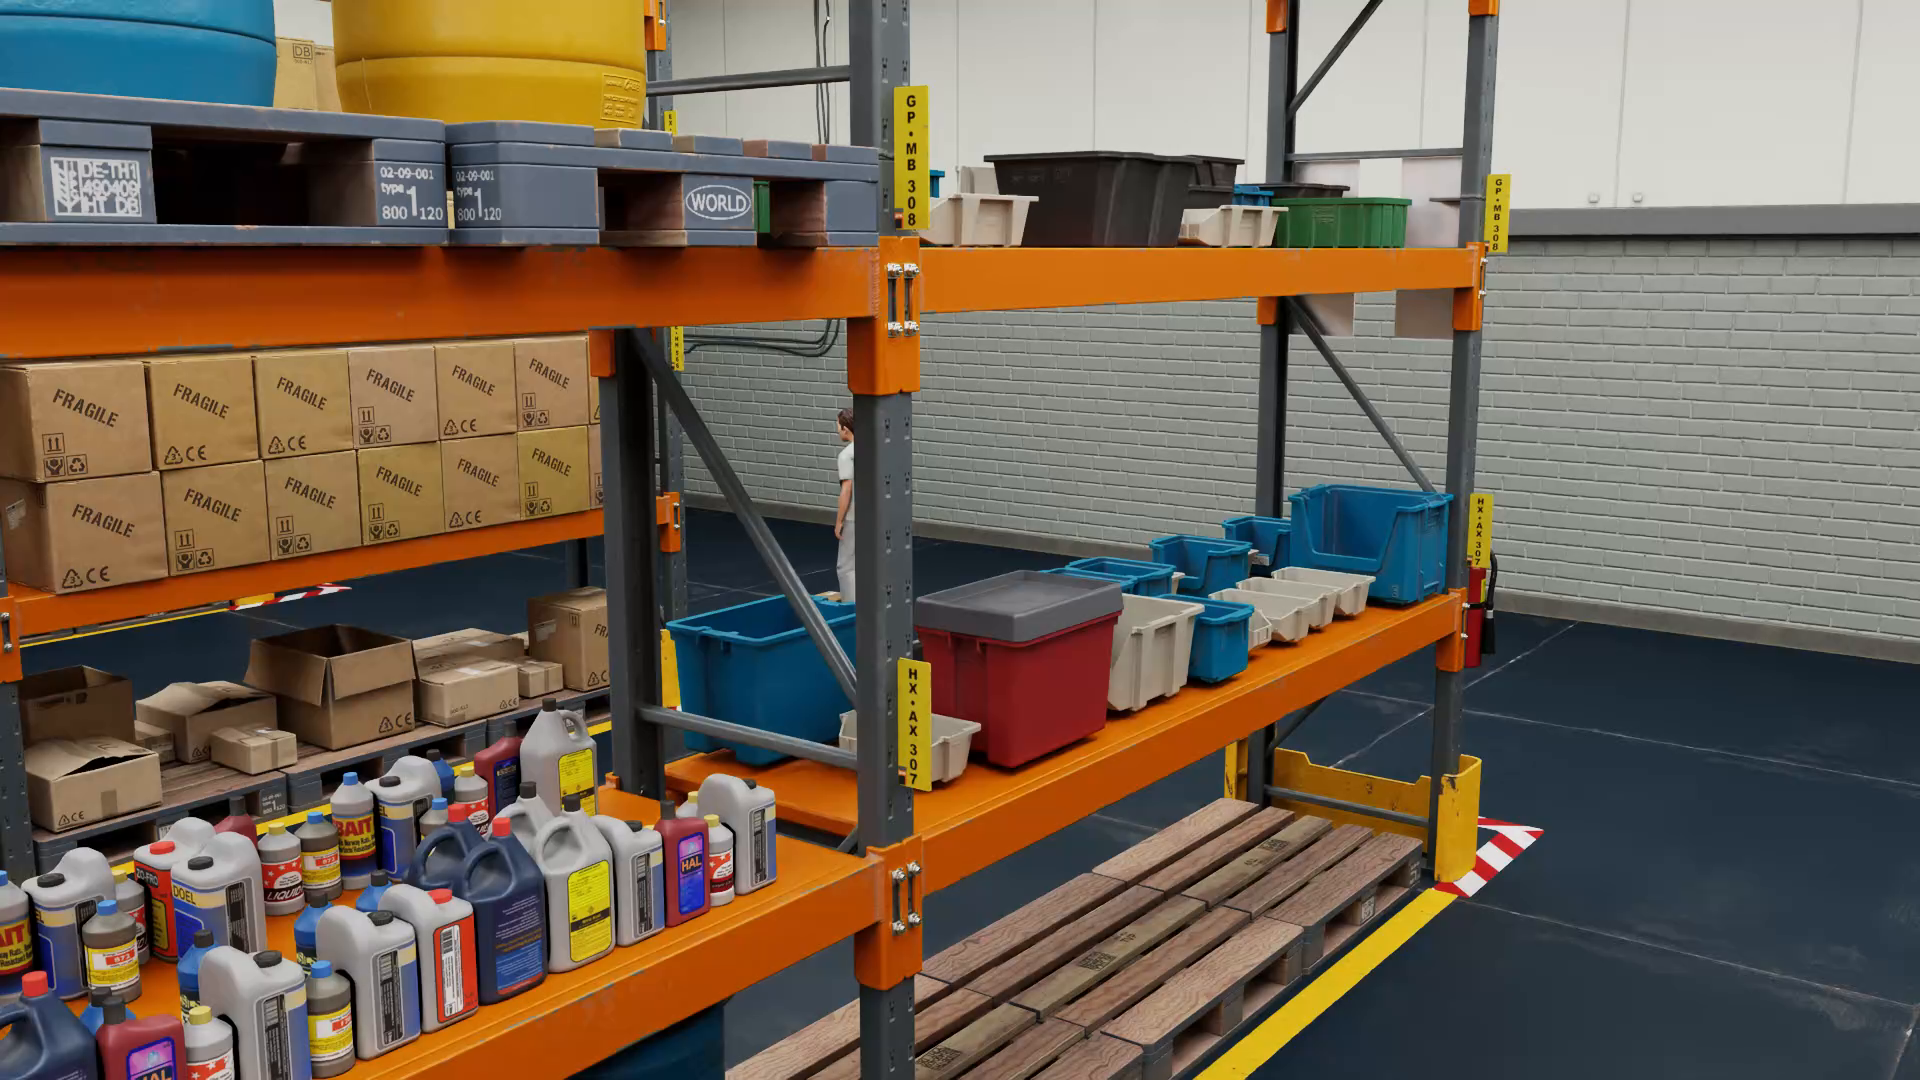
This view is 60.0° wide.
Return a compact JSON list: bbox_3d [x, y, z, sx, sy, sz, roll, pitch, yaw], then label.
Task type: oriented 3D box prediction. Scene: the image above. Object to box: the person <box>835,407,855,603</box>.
[{"bbox_3d":[-0.739,-0.129,12.203,0.358,1.651,0.486,7,12,35],"label":"person"}]
